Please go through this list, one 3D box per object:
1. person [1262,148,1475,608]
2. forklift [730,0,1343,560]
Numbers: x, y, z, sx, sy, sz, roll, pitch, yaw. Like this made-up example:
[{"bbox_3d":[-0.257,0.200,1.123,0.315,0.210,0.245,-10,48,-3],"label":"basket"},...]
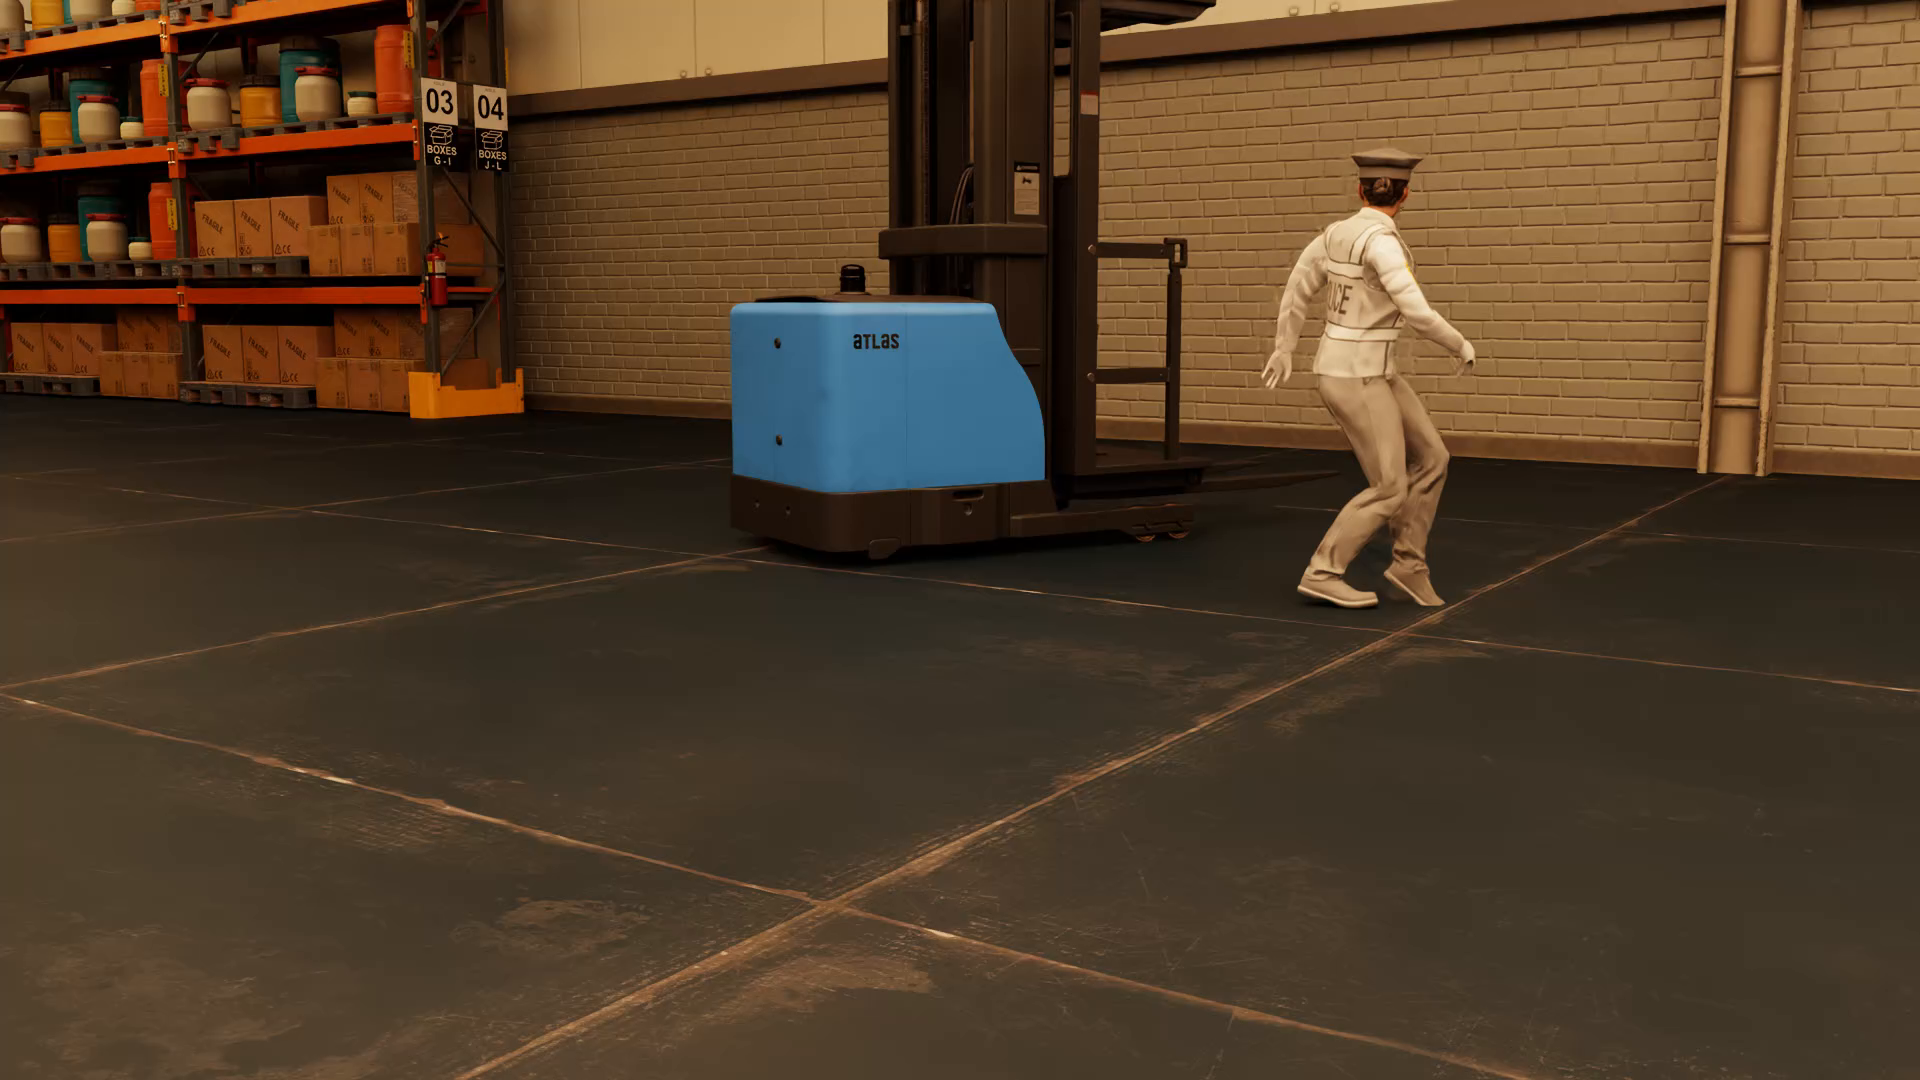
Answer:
[{"bbox_3d":[1.435,-0.534,5.884,0.734,1.666,0.577,2,8,11],"label":"person"},{"bbox_3d":[0.484,-1.499,7.738,3.031,2.935,1.130,-5,10,-32],"label":"forklift"}]
